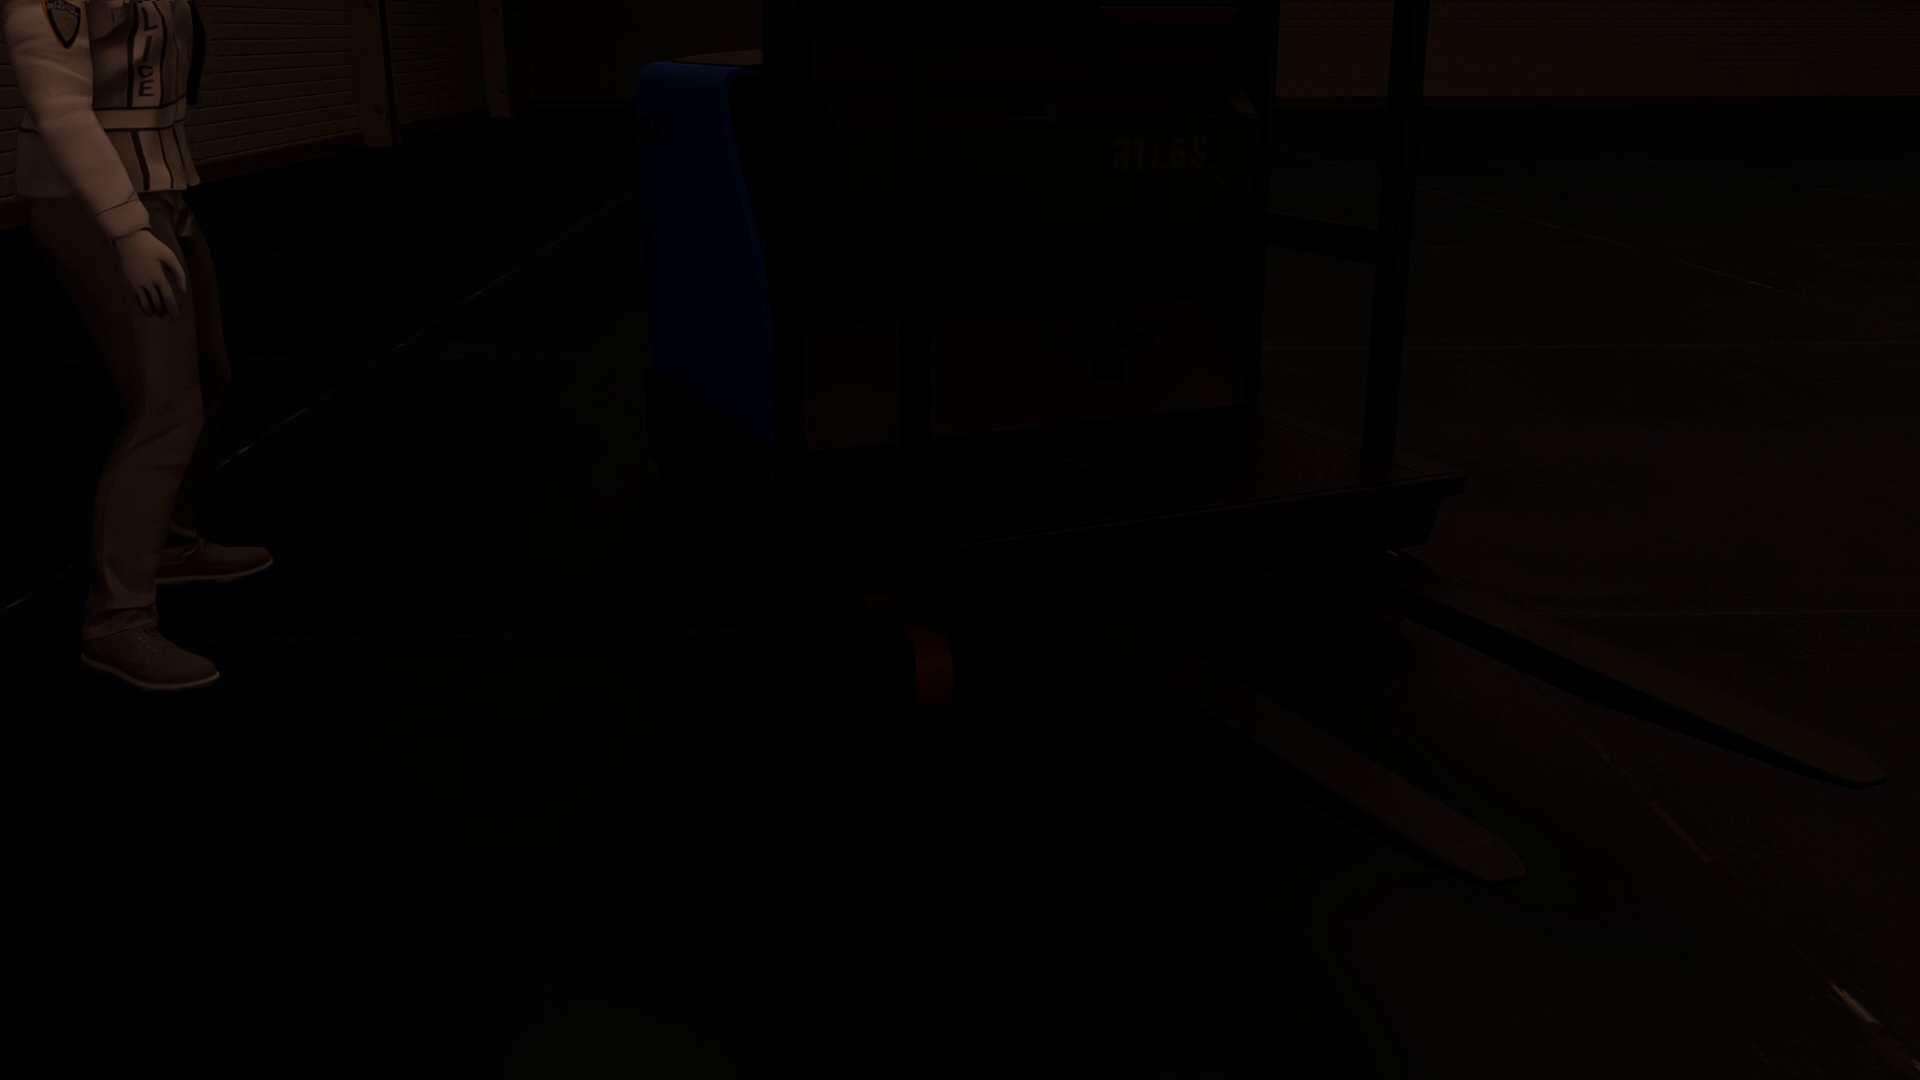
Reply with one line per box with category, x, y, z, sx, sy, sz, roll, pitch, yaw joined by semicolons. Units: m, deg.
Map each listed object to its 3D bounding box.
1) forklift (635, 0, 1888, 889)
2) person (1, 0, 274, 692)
forklift;0.258;-1.240;2.962;1.130;2.935;3.031;-8;19;-24
person;-1.532;-0.595;3.107;0.392;1.634;0.824;-4;18;-13
